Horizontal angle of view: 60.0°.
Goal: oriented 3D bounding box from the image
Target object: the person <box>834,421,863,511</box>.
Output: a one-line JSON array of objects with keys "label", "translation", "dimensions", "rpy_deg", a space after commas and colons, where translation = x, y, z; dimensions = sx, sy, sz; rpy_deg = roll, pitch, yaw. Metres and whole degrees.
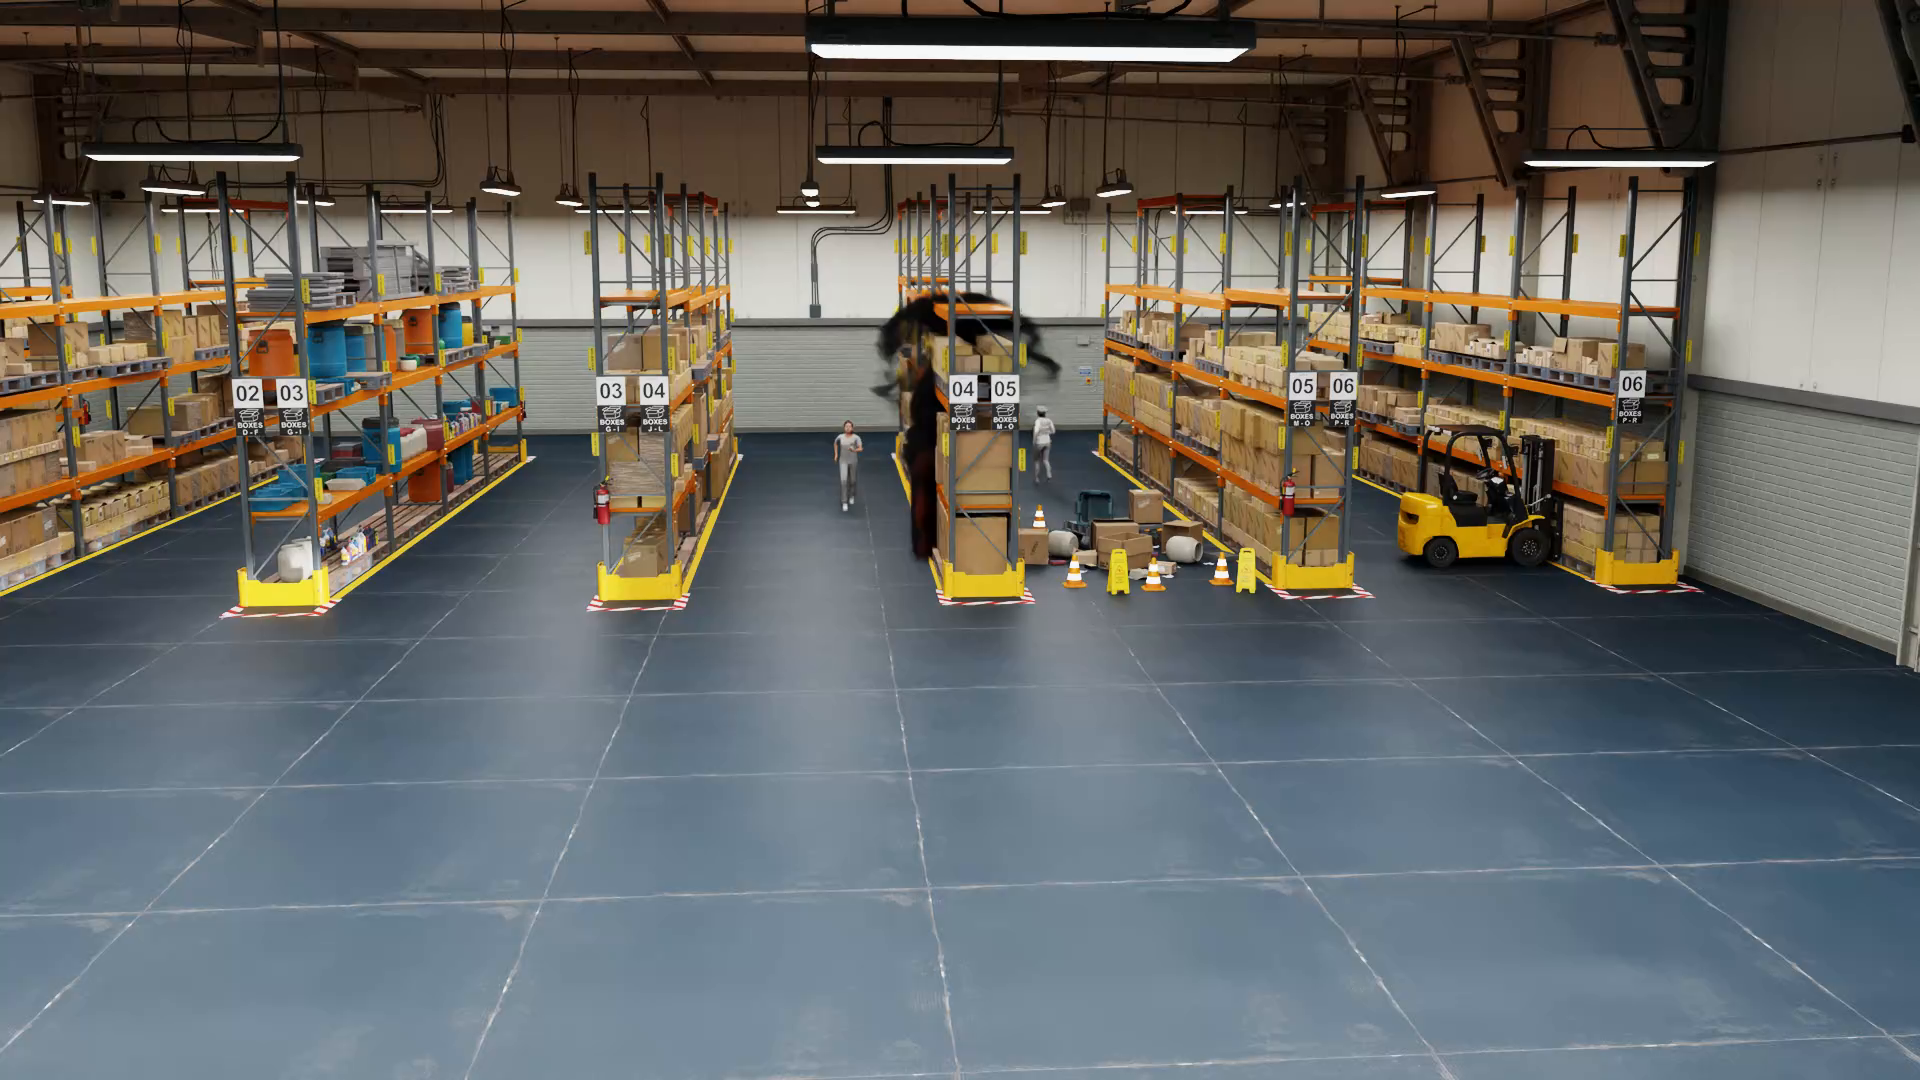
[{"label": "person", "translation": [-2.147, -1.460, 31.995], "dimensions": [0.553, 1.682, 0.907], "rpy_deg": [-1, 10, -3]}]

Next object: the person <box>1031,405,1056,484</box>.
[{"label": "person", "translation": [1.756, -1.978, 35.031], "dimensions": [0.596, 1.718, 0.867], "rpy_deg": [-4, 11, -21]}]
